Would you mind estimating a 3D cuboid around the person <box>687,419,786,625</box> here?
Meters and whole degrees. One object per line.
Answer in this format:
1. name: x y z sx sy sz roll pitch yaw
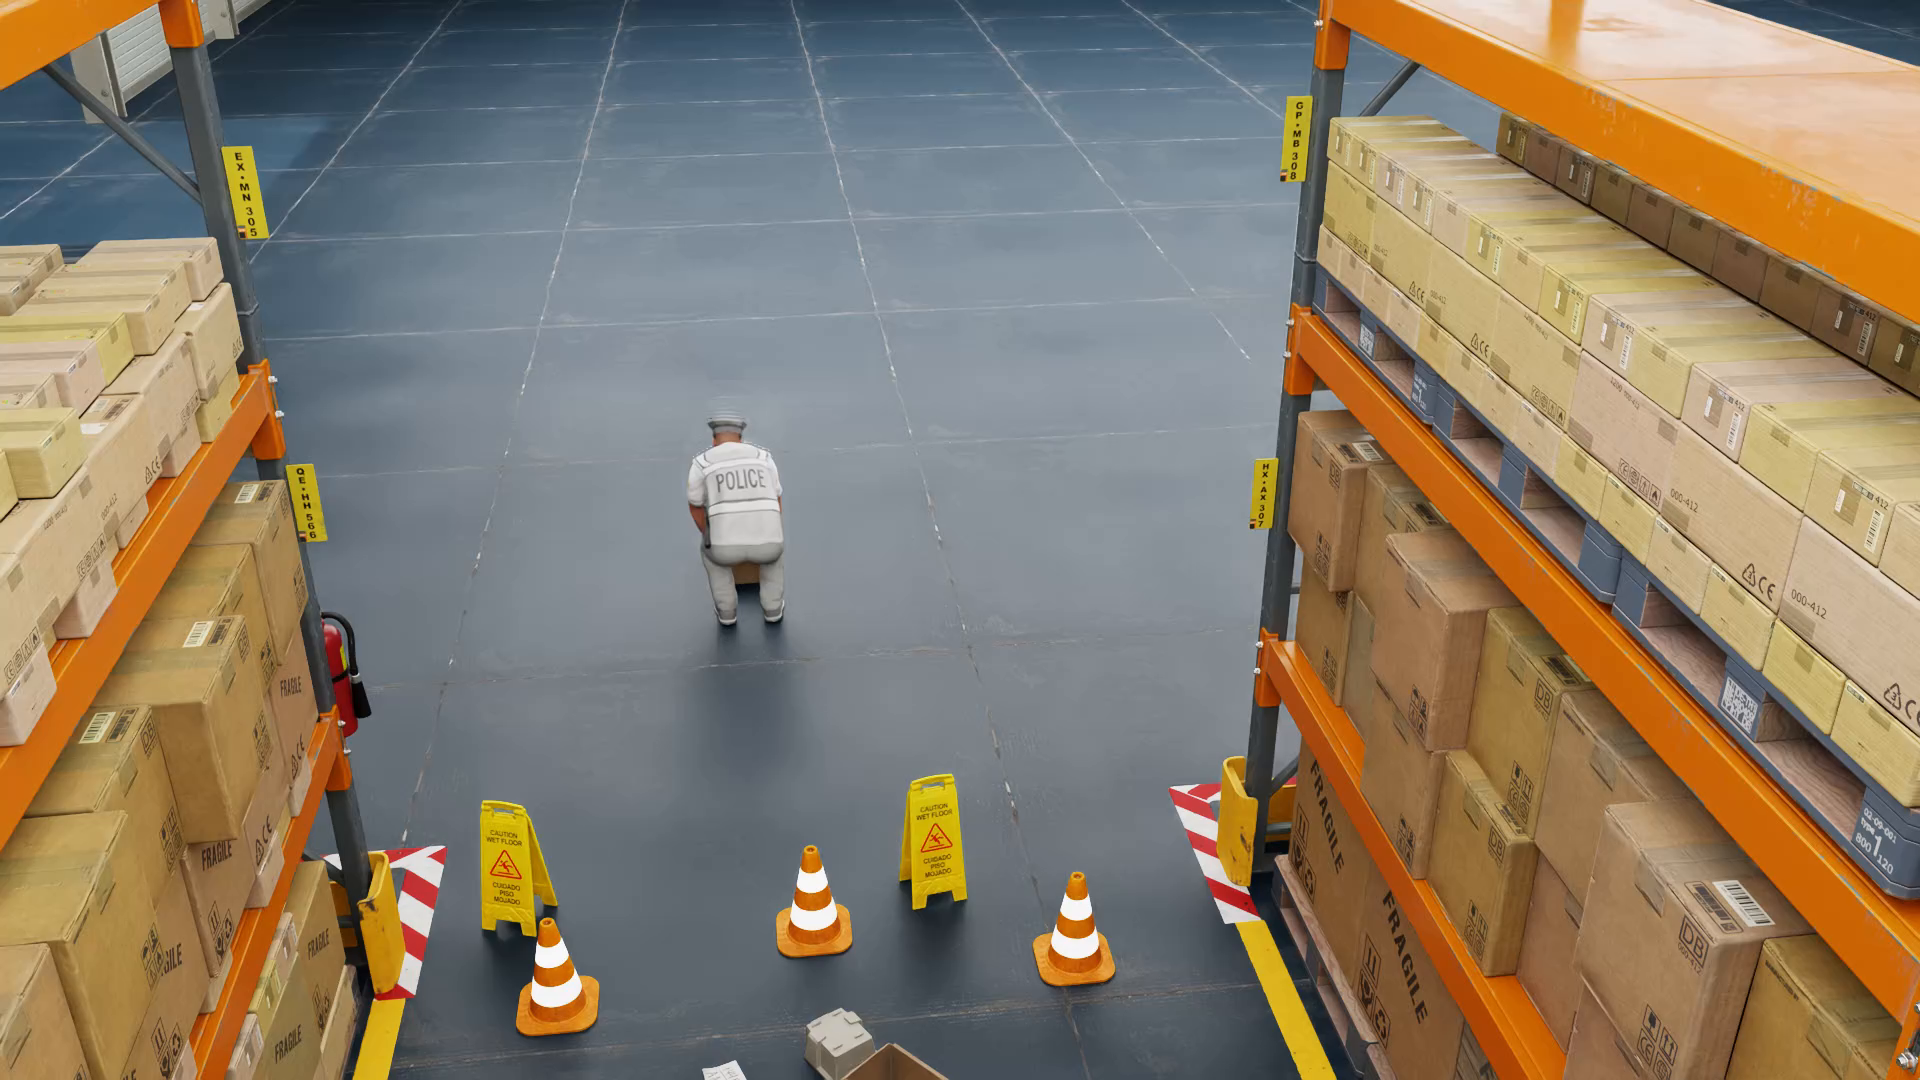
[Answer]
1. person: -1.339 -0.105 9.999 0.576 1.124 0.922 -4 27 -7
